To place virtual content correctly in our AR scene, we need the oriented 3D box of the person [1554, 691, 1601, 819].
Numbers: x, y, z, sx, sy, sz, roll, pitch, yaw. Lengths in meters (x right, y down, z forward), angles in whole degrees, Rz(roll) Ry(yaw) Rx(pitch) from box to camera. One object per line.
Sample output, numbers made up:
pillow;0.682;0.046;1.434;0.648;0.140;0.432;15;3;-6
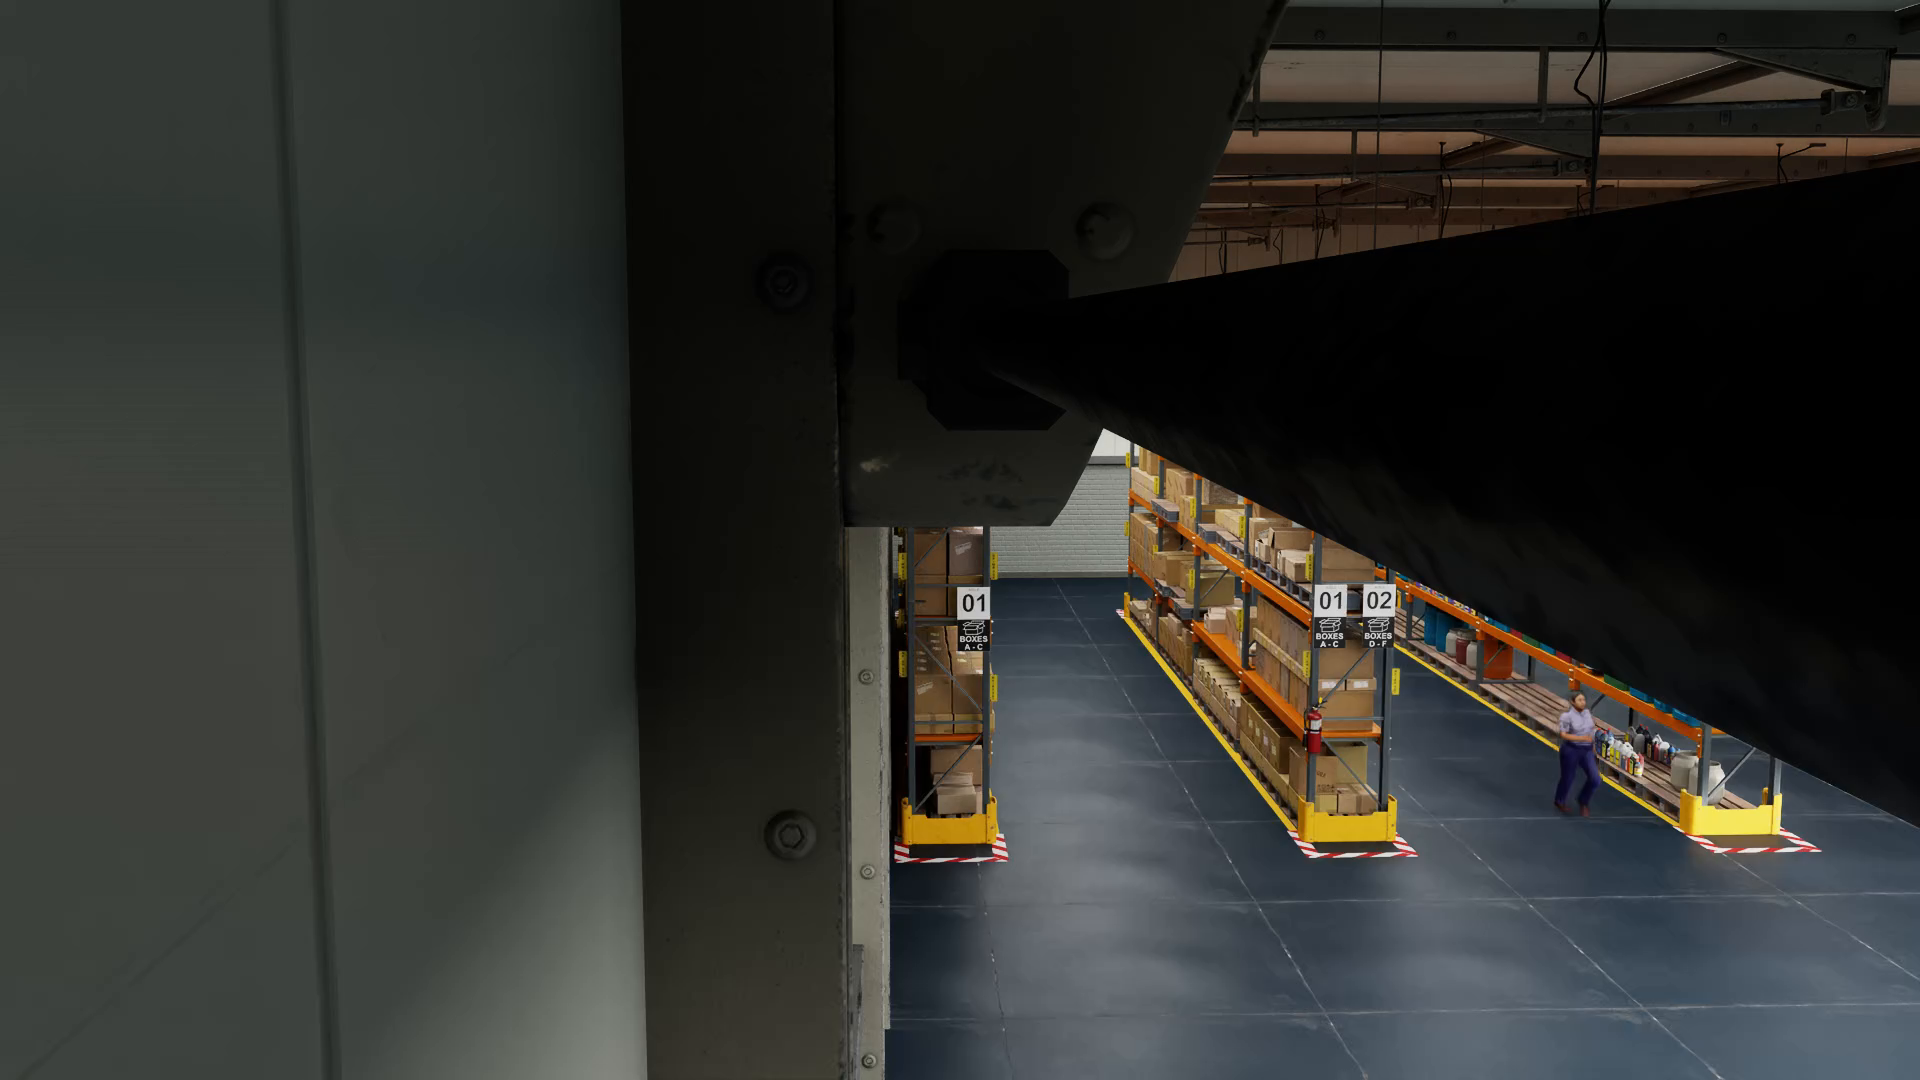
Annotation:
person;7.994;2.785;21.504;0.578;1.654;0.688;-2;8;-13
